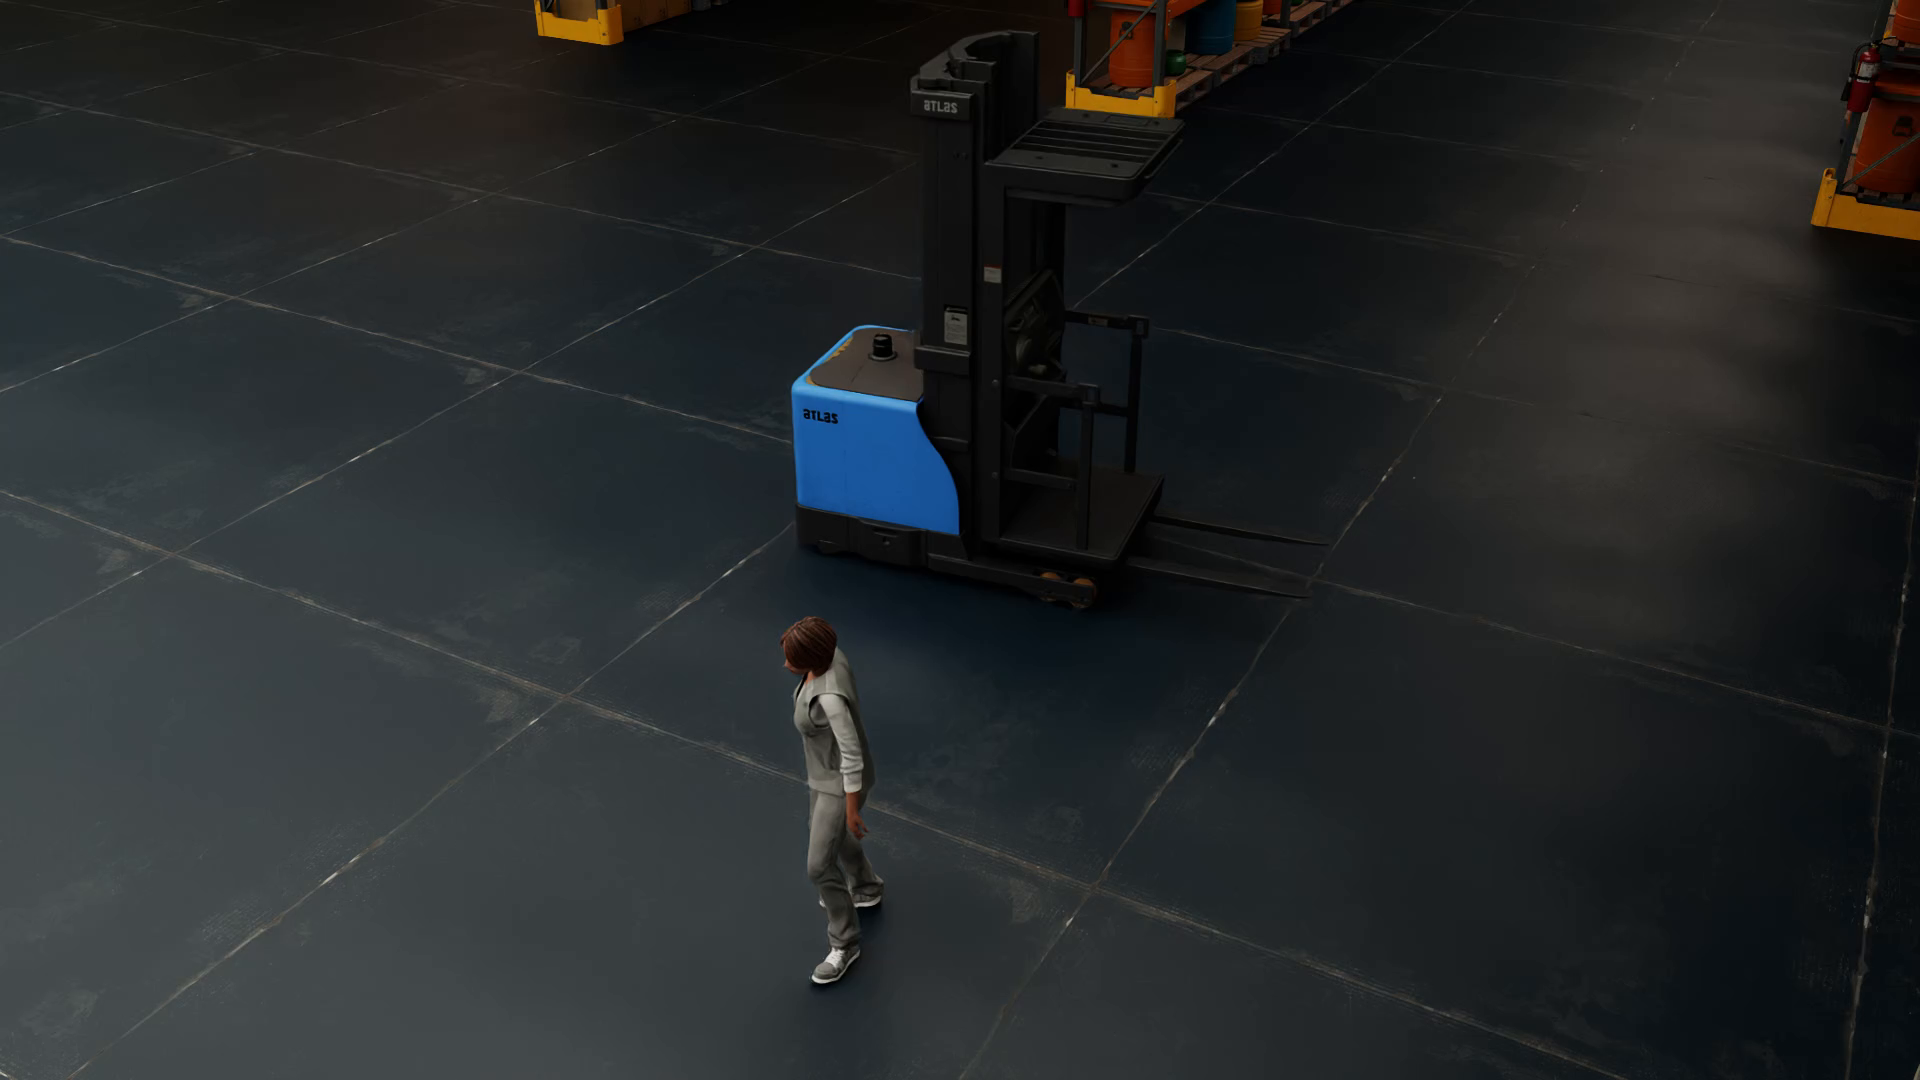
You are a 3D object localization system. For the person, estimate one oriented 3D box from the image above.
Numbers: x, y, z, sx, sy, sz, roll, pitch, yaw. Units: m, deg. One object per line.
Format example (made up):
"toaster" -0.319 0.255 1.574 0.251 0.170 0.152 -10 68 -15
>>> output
"person" -0.504 0.979 6.758 0.385 1.564 0.726 -5 30 -8

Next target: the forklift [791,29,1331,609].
"forklift" 0.597 -1.186 9.125 3.031 2.935 1.130 11 32 18
